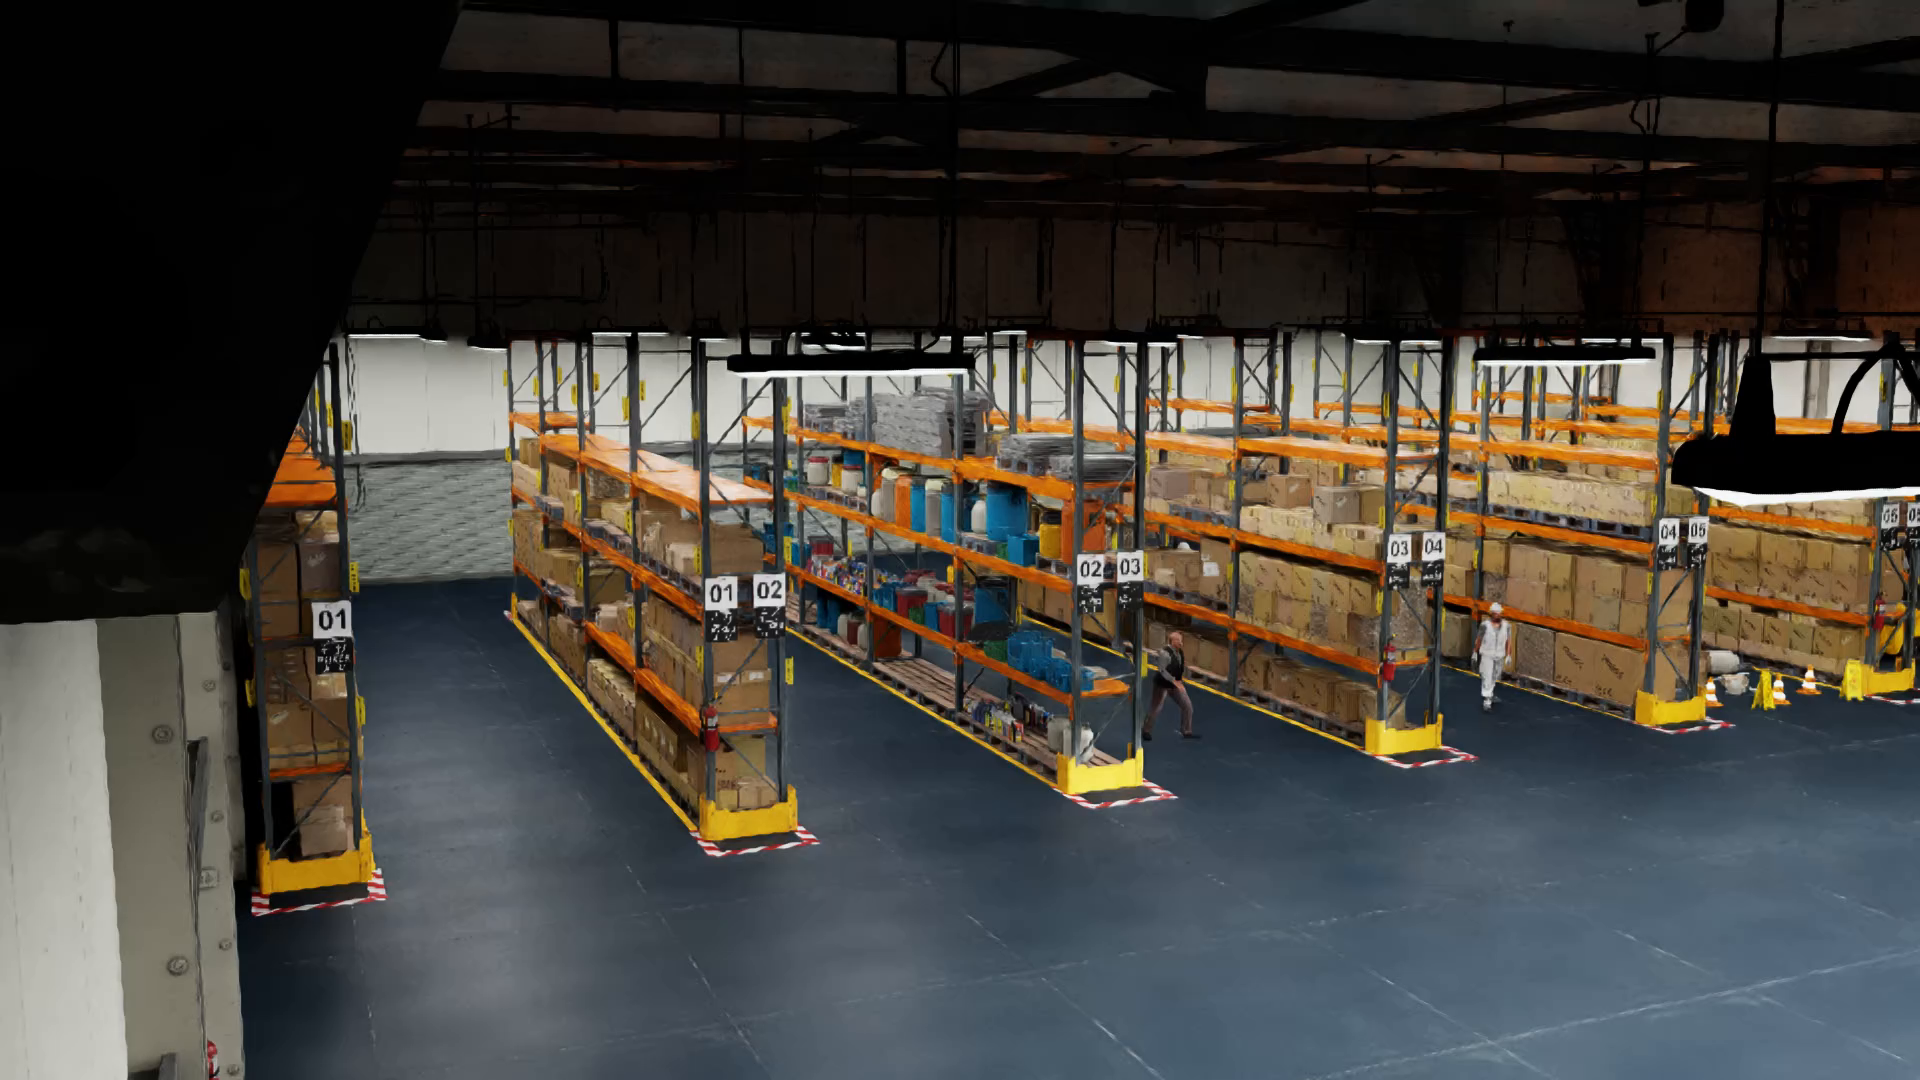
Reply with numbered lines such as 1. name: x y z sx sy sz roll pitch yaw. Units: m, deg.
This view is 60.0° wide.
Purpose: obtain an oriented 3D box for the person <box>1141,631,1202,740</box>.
1. person: 3.103 2.163 24.671 0.684 1.648 0.795 -7 10 -42

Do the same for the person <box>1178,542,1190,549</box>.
1. person: 4.557 0.875 33.924 0.591 1.716 1.042 -3 8 -24

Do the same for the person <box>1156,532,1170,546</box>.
1. person: 5.304 -0.407 43.531 0.513 1.664 0.525 2 8 14

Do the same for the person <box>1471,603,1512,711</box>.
1. person: 8.564 1.854 26.727 0.593 1.745 0.983 0 8 -1
